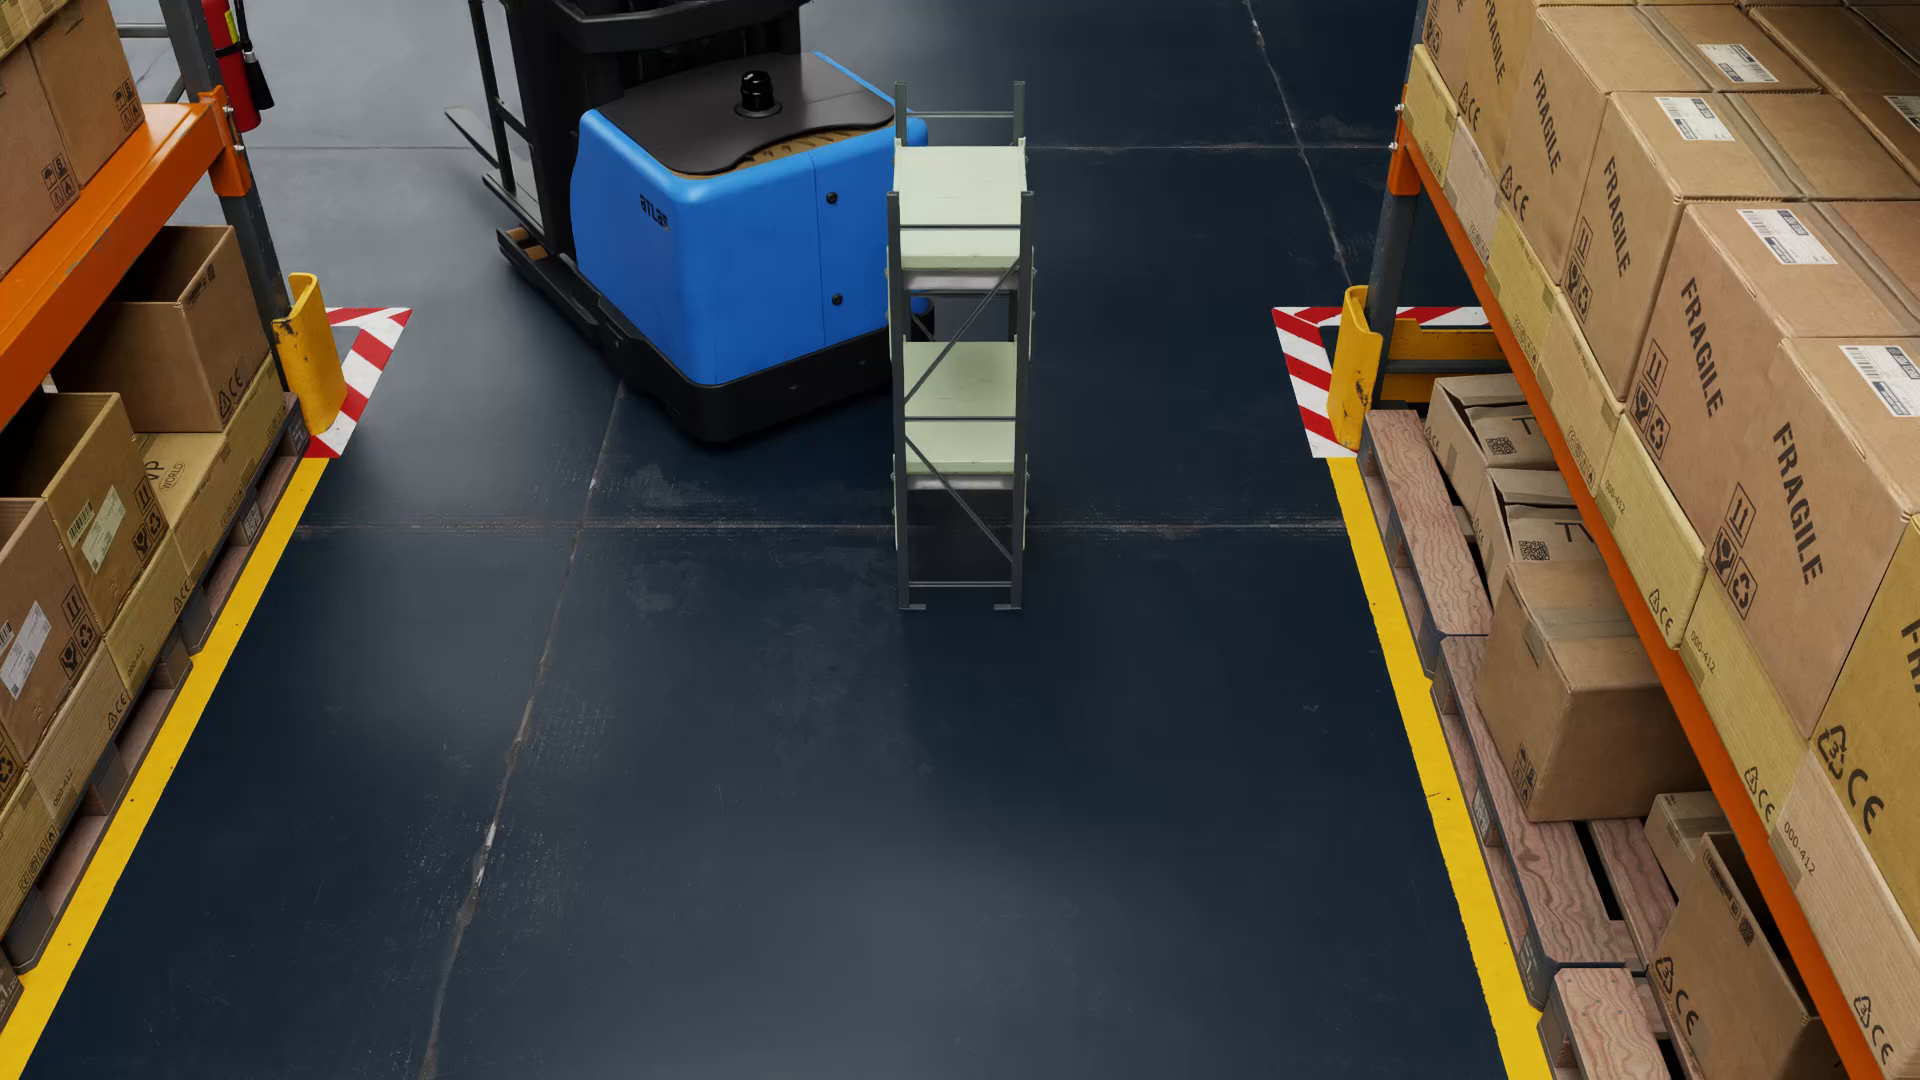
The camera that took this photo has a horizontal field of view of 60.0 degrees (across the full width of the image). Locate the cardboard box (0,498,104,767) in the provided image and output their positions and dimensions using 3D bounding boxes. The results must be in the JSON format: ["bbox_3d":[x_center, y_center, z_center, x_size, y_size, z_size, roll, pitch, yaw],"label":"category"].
[{"bbox_3d":[-2.648,0.238,4.318,0.500,0.500,0.500,0,39,0],"label":"cardboard box"}]

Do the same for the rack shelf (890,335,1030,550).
[{"bbox_3d":[0.000,-0.335,5.490,0.431,0.370,0.720,0,39,0],"label":"rack shelf"}]

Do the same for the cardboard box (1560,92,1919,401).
[{"bbox_3d":[1.689,-0.646,3.661,0.500,0.500,0.500,1,39,1],"label":"cardboard box"}]

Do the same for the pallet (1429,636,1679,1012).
[{"bbox_3d":[1.956,0.747,4.649,1.003,0.211,1.213,0,39,0],"label":"pallet"}]

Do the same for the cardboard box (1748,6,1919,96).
[{"bbox_3d":[2.201,-0.967,4.062,0.500,0.500,0.500,-1,39,-1],"label":"cardboard box"}]

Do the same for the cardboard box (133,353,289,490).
[{"bbox_3d":[-2.666,-0.407,5.723,0.500,0.250,0.500,0,39,0],"label":"cardboard box"}]

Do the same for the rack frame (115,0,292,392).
[{"bbox_3d":[-2.962,-1.652,5.412,1.000,3.000,0.127,0,39,0],"label":"rack frame"}]

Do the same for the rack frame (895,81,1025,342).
[{"bbox_3d":[0.000,-0.818,5.572,0.400,1.500,0.023,0,39,0],"label":"rack frame"}]

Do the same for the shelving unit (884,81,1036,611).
[{"bbox_3d":[0.000,-0.589,5.286,0.431,1.500,0.755,0,39,0],"label":"shelving unit"}]

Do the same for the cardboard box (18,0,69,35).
[{"bbox_3d":[-2.769,-1.541,4.676,0.380,0.149,0.250,1,39,1],"label":"cardboard box"}]

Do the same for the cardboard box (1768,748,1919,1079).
[{"bbox_3d":[1.693,0.599,2.708,0.500,0.250,0.500,0,39,0],"label":"cardboard box"}]

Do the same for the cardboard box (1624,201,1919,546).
[{"bbox_3d":[1.691,-0.320,3.255,0.500,0.500,0.500,-1,39,-1],"label":"cardboard box"}]

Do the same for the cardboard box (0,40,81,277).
[{"bbox_3d":[-2.969,-1.070,4.607,0.700,0.500,0.500,1,39,1],"label":"cardboard box"}]

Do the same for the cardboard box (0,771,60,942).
[{"bbox_3d":[-2.645,0.843,4.162,0.500,0.250,0.500,0,39,0],"label":"cardboard box"}]

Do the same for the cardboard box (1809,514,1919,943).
[{"bbox_3d":[1.687,0.307,2.473,0.500,0.500,0.500,0,39,0],"label":"cardboard box"}]

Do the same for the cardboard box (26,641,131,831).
[{"bbox_3d":[-2.652,0.531,4.552,0.500,0.250,0.500,0,39,0],"label":"cardboard box"}]

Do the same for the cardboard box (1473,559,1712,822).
[{"bbox_3d":[1.854,0.394,4.506,0.700,0.500,0.500,-2,39,-3],"label":"cardboard box"}]

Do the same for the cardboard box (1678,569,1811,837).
[{"bbox_3d":[1.701,0.287,3.097,0.500,0.250,0.500,0,39,0],"label":"cardboard box"}]

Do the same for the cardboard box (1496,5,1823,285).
[{"bbox_3d":[1.677,-0.968,4.064,0.500,0.500,0.500,-1,39,-2],"label":"cardboard box"}]

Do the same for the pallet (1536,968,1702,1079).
[{"bbox_3d":[1.960,1.512,3.694,1.003,0.211,1.213,0,39,0],"label":"pallet"}]

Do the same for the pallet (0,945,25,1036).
[{"bbox_3d":[-2.916,1.441,3.783,1.003,0.211,1.213,0,39,0],"label":"pallet"}]

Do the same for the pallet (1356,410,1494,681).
[{"bbox_3d":[1.958,-0.014,5.598,1.003,0.211,1.213,0,39,0],"label":"pallet"}]

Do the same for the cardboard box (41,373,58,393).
[{"bbox_3d":[-3.184,-0.407,5.722,0.500,0.250,0.500,0,39,0],"label":"cardboard box"}]

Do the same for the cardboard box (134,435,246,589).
[{"bbox_3d":[-2.653,-0.095,5.332,0.500,0.250,0.500,0,39,0],"label":"cardboard box"}]

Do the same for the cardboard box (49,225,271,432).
[{"bbox_3d":[-2.663,-0.700,5.488,0.500,0.500,0.500,0,39,0],"label":"cardboard box"}]

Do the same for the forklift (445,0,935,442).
[{"bbox_3d":[-1.345,-2.385,6.382,1.130,2.935,3.031,-23,44,-26],"label":"forklift"}]

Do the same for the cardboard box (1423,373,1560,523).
[{"bbox_3d":[1.903,-0.347,5.583,0.500,0.311,0.500,-4,39,-5],"label":"cardboard box"}]

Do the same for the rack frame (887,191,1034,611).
[{"bbox_3d":[0.000,-0.361,5.001,0.400,1.500,0.023,0,39,0],"label":"rack frame"}]

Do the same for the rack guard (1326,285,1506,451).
[{"bbox_3d":[1.992,-0.635,6.142,1.175,0.500,0.348,0,39,0],"label":"rack guard"}]

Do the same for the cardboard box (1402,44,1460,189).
[{"bbox_3d":[1.675,-1.301,5.079,0.500,0.250,0.500,-1,39,-1],"label":"cardboard box"}]

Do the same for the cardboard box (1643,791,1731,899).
[{"bbox_3d":[2.015,0.785,4.300,0.380,0.149,0.250,-3,39,-4],"label":"cardboard box"}]

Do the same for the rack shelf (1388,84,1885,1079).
[{"bbox_3d":[1.994,-0.126,4.084,1.077,0.370,4.000,0,39,0],"label":"rack shelf"}]

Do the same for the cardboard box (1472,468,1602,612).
[{"bbox_3d":[1.903,0.009,5.138,0.500,0.311,0.500,3,39,4],"label":"cardboard box"}]

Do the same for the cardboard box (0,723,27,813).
[{"bbox_3d":[-2.646,0.551,3.927,0.500,0.500,0.500,0,39,0],"label":"cardboard box"}]

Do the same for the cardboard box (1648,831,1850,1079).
[{"bbox_3d":[1.955,0.999,3.752,0.500,0.500,0.500,-3,39,-3],"label":"cardboard box"}]

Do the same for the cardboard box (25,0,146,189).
[{"bbox_3d":[-2.974,-1.399,5.017,0.700,0.500,0.500,0,39,0],"label":"cardboard box"}]

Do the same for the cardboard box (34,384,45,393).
[{"bbox_3d":[-3.181,-0.387,5.097,0.500,0.500,0.500,0,39,0],"label":"cardboard box"}]

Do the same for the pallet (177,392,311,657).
[{"bbox_3d":[-2.919,-0.085,5.687,1.003,0.211,1.213,0,39,0],"label":"pallet"}]

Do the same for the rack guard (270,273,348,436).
[{"bbox_3d":[-2.962,-0.691,6.213,1.175,0.500,0.348,0,39,0],"label":"rack guard"}]

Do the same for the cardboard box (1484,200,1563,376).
[{"bbox_3d":[1.685,-0.658,4.276,0.500,0.250,0.500,-1,39,-1],"label":"cardboard box"}]

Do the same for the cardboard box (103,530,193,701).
[{"bbox_3d":[-2.651,0.218,4.942,0.500,0.250,0.500,0,39,0],"label":"cardboard box"}]

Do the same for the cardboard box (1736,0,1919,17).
[{"bbox_3d":[2.196,-1.290,4.465,0.500,0.500,0.500,0,39,1],"label":"cardboard box"}]

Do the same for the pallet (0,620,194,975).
[{"bbox_3d":[-2.920,0.676,4.738,1.003,0.211,1.213,0,39,0],"label":"pallet"}]

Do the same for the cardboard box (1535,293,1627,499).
[{"bbox_3d":[1.683,-0.342,3.882,0.500,0.250,0.500,0,39,0],"label":"cardboard box"}]

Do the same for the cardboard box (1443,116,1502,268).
[{"bbox_3d":[1.690,-0.977,4.674,0.500,0.250,0.500,-1,39,-1],"label":"cardboard box"}]

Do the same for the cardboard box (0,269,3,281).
[{"bbox_3d":[-2.974,-0.760,4.219,0.700,0.500,0.500,0,39,0],"label":"cardboard box"}]

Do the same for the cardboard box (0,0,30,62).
[{"bbox_3d":[-2.769,-1.381,4.476,0.380,0.149,0.250,-1,39,-1],"label":"cardboard box"}]

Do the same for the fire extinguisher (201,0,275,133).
[{"bbox_3d":[-2.497,-1.696,5.529,0.296,0.674,0.183,0,39,0],"label":"fire extinguisher"}]

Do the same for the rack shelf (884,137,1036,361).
[{"bbox_3d":[0.000,-0.894,5.042,0.431,0.370,0.720,0,39,0],"label":"rack shelf"}]

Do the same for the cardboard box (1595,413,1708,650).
[{"bbox_3d":[1.685,-0.027,3.489,0.500,0.250,0.500,0,39,0],"label":"cardboard box"}]

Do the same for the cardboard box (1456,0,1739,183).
[{"bbox_3d":[1.683,-1.292,4.467,0.500,0.500,0.500,0,39,0],"label":"cardboard box"}]

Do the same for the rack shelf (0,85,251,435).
[{"bbox_3d":[-2.959,-0.120,4.077,1.077,0.370,4.000,0,39,0],"label":"rack shelf"}]

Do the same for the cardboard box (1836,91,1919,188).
[{"bbox_3d":[2.201,-0.652,3.669,0.500,0.500,0.500,0,39,1],"label":"cardboard box"}]

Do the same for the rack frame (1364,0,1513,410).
[{"bbox_3d":[1.992,-1.657,5.420,1.000,3.000,0.127,0,39,0],"label":"rack frame"}]

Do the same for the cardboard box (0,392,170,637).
[{"bbox_3d":[-2.648,-0.075,4.708,0.500,0.500,0.500,0,39,0],"label":"cardboard box"}]

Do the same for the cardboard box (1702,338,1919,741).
[{"bbox_3d":[1.681,-0.005,2.862,0.500,0.500,0.500,0,39,0],"label":"cardboard box"}]

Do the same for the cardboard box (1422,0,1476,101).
[{"bbox_3d":[1.692,-1.601,4.853,0.500,0.500,0.500,0,39,0],"label":"cardboard box"}]
